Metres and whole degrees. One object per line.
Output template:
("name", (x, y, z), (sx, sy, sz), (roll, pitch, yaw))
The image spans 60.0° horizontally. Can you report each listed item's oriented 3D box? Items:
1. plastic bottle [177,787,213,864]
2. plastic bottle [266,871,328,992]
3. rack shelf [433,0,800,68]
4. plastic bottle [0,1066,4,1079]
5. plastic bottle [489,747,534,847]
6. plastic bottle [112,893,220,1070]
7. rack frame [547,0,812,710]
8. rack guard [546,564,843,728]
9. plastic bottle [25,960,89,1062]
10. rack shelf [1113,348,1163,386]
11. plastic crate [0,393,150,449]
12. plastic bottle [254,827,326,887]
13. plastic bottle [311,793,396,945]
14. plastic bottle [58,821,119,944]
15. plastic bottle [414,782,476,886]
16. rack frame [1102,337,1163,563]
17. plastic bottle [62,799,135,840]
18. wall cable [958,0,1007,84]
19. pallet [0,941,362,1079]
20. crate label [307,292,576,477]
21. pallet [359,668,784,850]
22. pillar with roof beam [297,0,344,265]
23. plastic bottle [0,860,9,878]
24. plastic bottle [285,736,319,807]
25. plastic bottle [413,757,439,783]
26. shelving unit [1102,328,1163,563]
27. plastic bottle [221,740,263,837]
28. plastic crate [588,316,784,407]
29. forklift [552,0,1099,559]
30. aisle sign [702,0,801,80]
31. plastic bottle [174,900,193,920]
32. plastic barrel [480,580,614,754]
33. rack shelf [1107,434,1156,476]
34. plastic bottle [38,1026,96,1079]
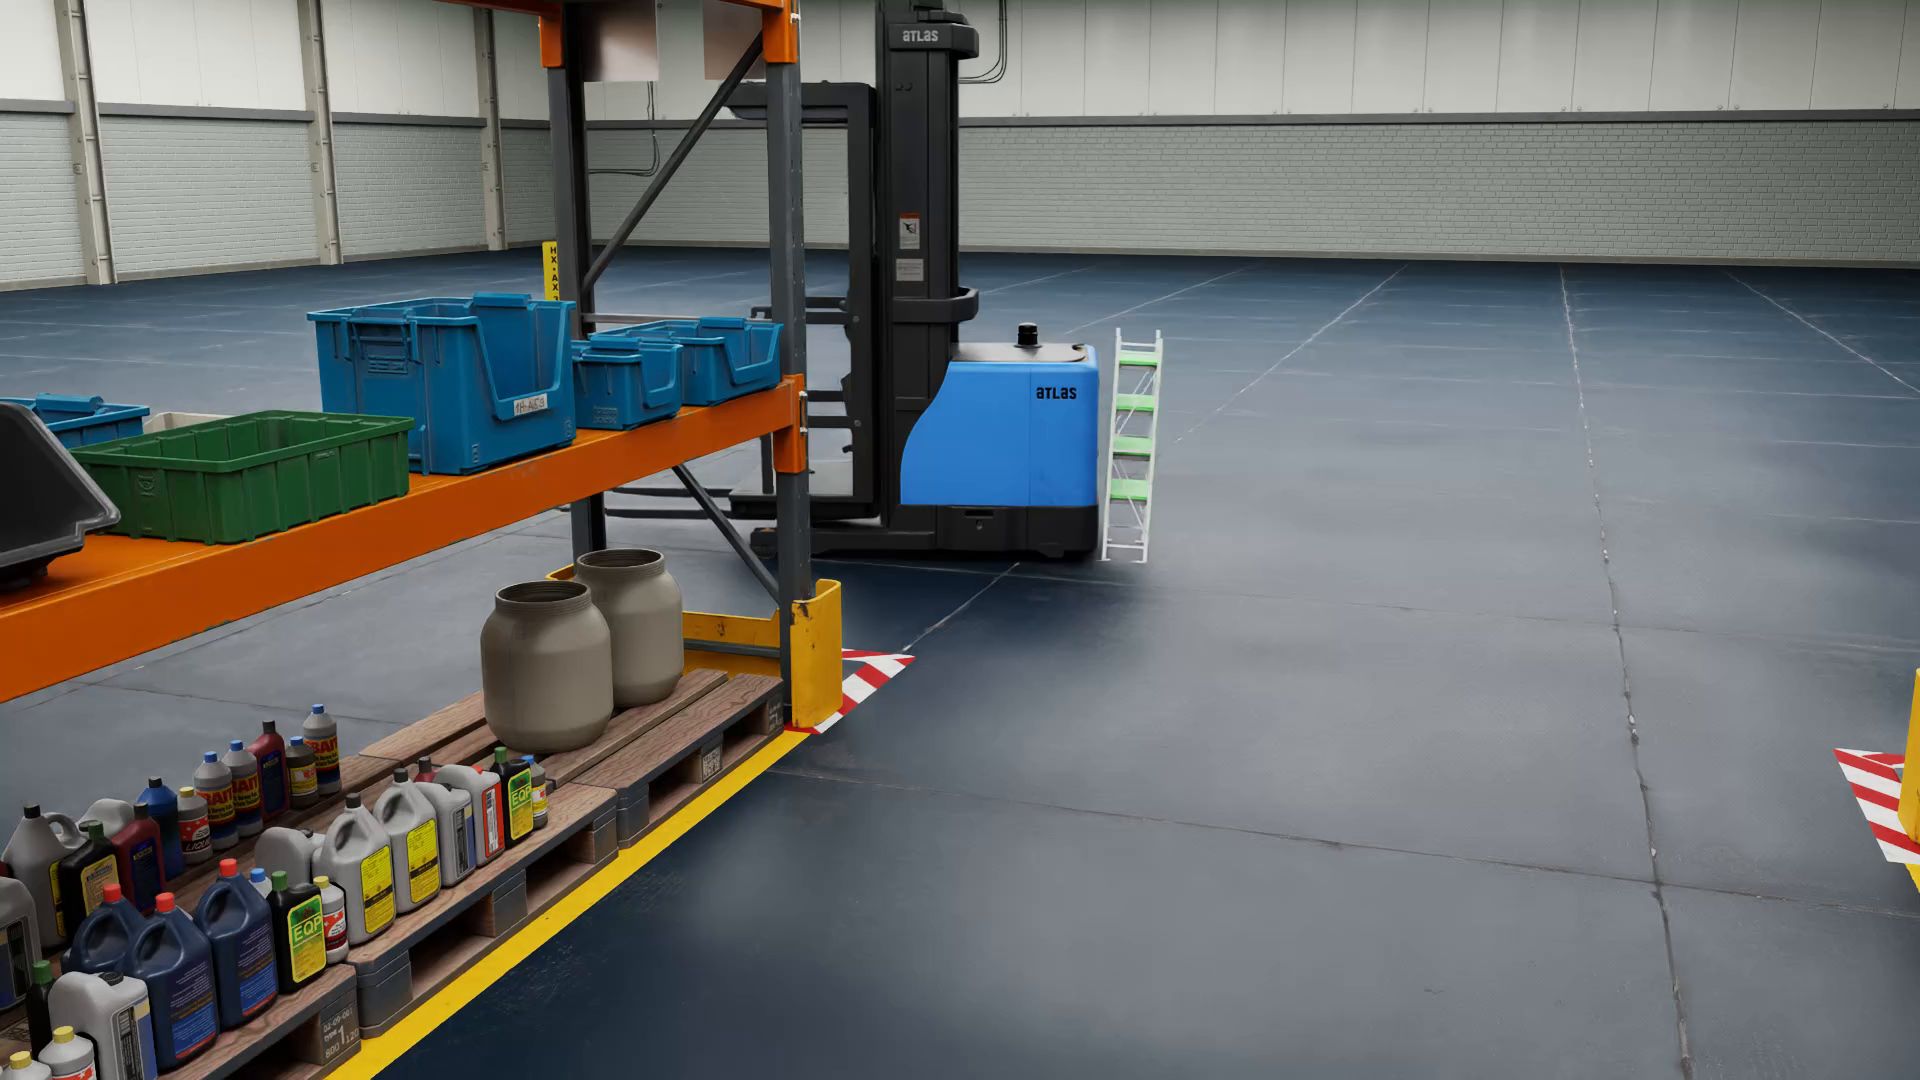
("plastic bottle", (-2.133, 0.785, 4.608), (0.097, 0.201, 0.097), (0, 13, 0))
("plastic bottle", (-1.563, 0.902, 3.910), (0.061, 0.283, 0.133), (5, 14, 21))
("rack shelf", (-1.724, -1.529, 4.321), (1.077, 0.370, 4.000), (4, 14, 18))
("plastic bottle", (-1.853, 1.084, 3.140), (0.097, 0.271, 0.097), (0, 13, 0))
("plastic bottle", (-1.277, 0.716, 4.727), (0.061, 0.283, 0.133), (5, 14, 20))
("plastic bottle", (-1.717, 0.941, 3.589), (0.144, 0.351, 0.185), (5, 14, 20))
("rack frame", (-1.077, -0.838, 6.420), (1.000, 3.000, 0.127), (4, 14, 18))
("rack guard", (-1.057, 0.400, 6.613), (1.175, 0.500, 0.348), (4, 14, 18))
("plastic bottle", (-1.875, 1.001, 3.479), (0.061, 0.283, 0.133), (4, 14, 18))
("rack shelf", (0.953, -0.927, 8.959), (0.258, 0.148, 0.480), (4, 13, 4))
("plastic crate", (-2.270, -0.176, 3.853), (0.499, 0.251, 0.616), (4, 14, 18))
("plastic bottle", (-1.667, 0.843, 4.188), (0.152, 0.276, 0.135), (4, 14, 18))
("plastic bottle", (-1.518, 0.812, 4.156), (0.144, 0.351, 0.185), (4, 14, 18))
("plastic bottle", (-2.163, 0.851, 4.135), (0.061, 0.283, 0.133), (4, 14, 18))
("plastic bottle", (-1.408, 0.774, 4.490), (0.152, 0.276, 0.135), (4, 13, 17))
("rack frame", (0.912, -0.468, 8.817), (0.240, 1.200, 0.015), (4, 13, 4))
("plastic bottle", (-2.212, 0.819, 4.293), (0.152, 0.276, 0.135), (5, 14, 19))
("wall cable", (-0.027, -12.921, 38.232), (2.305, 6.003, 0.169), (4, 14, 18))
("pallet", (-2.114, 1.225, 3.647), (1.003, 0.211, 1.213), (4, 14, 18))
("crate label", (-1.416, -0.449, 4.633), (0.502, 0.435, 0.616), (4, 14, 18))
("pallet", (-1.325, 0.711, 5.897), (1.003, 0.211, 1.213), (4, 14, 18))
("pillar with roof beam", (-9.077, -9.851, 32.427), (9.100, 9.000, 0.400), (4, 14, 18))
("plastic bottle", (-2.360, 0.880, 4.009), (0.061, 0.283, 0.133), (5, 14, 22))
("plastic bottle", (-1.992, 0.693, 5.013), (0.097, 0.201, 0.097), (0, 13, 0))
("plastic bottle", (-1.464, 0.733, 4.650), (0.061, 0.283, 0.133), (4, 14, 18))
("shelving unit", (0.933, -0.523, 9.054), (0.258, 1.200, 0.503), (4, 13, 4))
("plastic bottle", (-2.069, 0.709, 4.784), (0.097, 0.271, 0.097), (0, 13, 0))
("plastic crate", (-0.955, -0.639, 5.880), (0.499, 0.251, 0.616), (4, 14, 18))
("forklift", (-0.740, -1.437, 9.198), (3.031, 2.935, 1.130), (1, 13, 4))
("aisle sign", (-0.772, -2.099, 6.103), (0.394, 0.787, 0.004), (4, 14, 18))
("plastic bottle", (-1.784, 0.940, 3.770), (0.097, 0.271, 0.097), (0, 13, 0))
("plastic barrel", (-1.379, 0.419, 5.556), (0.421, 0.512, 0.421), (0, 13, 0))
("rack shelf", (0.930, -0.460, 9.068), (0.258, 0.148, 0.480), (4, 13, 4))
("plastic bottle", (-1.787, 1.075, 3.336), (0.097, 0.201, 0.097), (0, 13, 0))
